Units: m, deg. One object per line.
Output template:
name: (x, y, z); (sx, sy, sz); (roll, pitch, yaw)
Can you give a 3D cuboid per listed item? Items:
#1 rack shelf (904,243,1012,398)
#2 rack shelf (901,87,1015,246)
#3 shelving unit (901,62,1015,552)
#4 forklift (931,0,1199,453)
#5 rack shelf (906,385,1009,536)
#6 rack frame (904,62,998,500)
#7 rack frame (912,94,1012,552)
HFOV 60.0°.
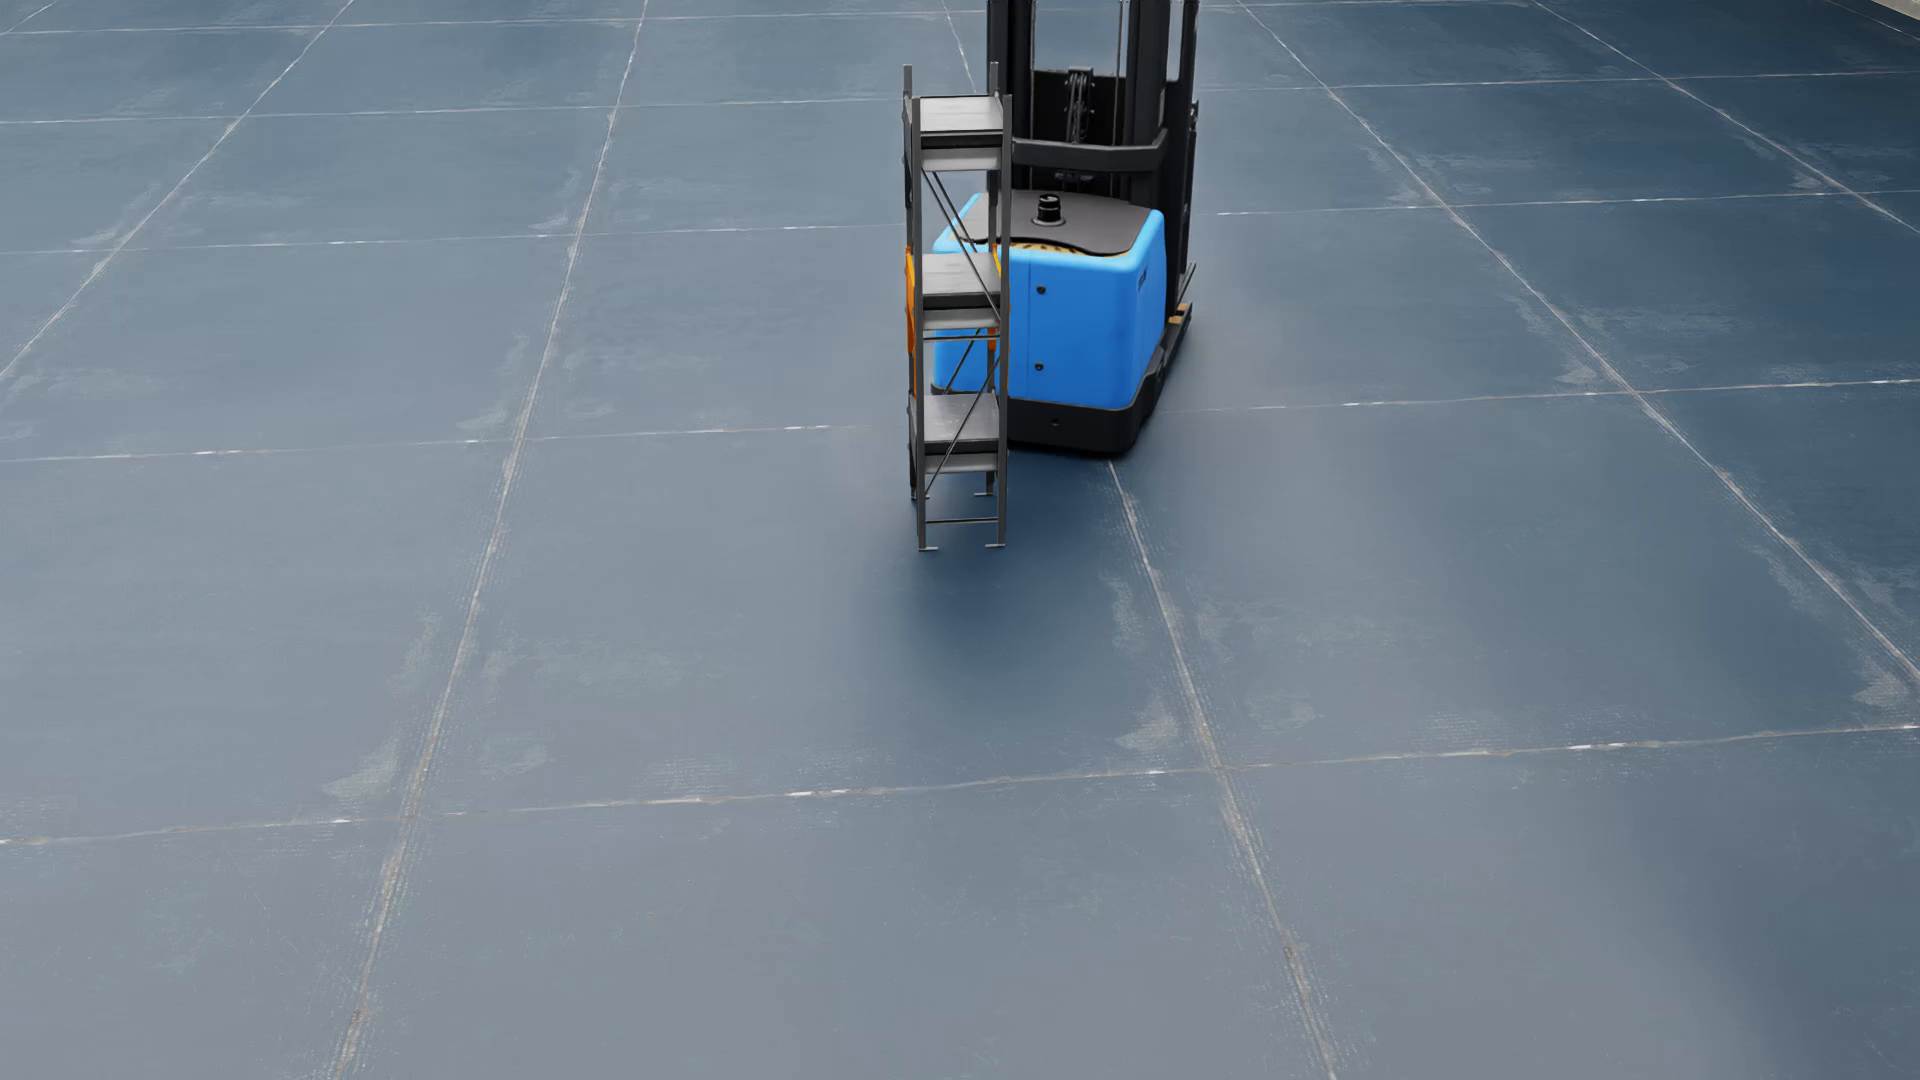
rack shelf: (-0.015, -0.974, 7.360); (0.431, 0.518, 0.480); (-3, 31, -5)
rack shelf: (-0.015, -1.575, 7.001); (0.431, 0.518, 0.480); (-3, 31, -5)
shelving unit: (-0.015, -0.986, 7.353); (0.431, 2.100, 0.503); (-3, 31, -5)
forklift: (0.744, -2.441, 8.978); (1.130, 2.935, 3.031); (8, 32, 14)
rack shelf: (-0.015, -0.373, 7.719); (0.431, 0.518, 0.480); (-3, 31, -5)
rack frame: (-0.038, -1.111, 7.562); (0.400, 2.100, 0.015); (-3, 31, -5)
rack frame: (0.007, -0.861, 7.144); (0.400, 2.100, 0.015); (-3, 31, -5)
